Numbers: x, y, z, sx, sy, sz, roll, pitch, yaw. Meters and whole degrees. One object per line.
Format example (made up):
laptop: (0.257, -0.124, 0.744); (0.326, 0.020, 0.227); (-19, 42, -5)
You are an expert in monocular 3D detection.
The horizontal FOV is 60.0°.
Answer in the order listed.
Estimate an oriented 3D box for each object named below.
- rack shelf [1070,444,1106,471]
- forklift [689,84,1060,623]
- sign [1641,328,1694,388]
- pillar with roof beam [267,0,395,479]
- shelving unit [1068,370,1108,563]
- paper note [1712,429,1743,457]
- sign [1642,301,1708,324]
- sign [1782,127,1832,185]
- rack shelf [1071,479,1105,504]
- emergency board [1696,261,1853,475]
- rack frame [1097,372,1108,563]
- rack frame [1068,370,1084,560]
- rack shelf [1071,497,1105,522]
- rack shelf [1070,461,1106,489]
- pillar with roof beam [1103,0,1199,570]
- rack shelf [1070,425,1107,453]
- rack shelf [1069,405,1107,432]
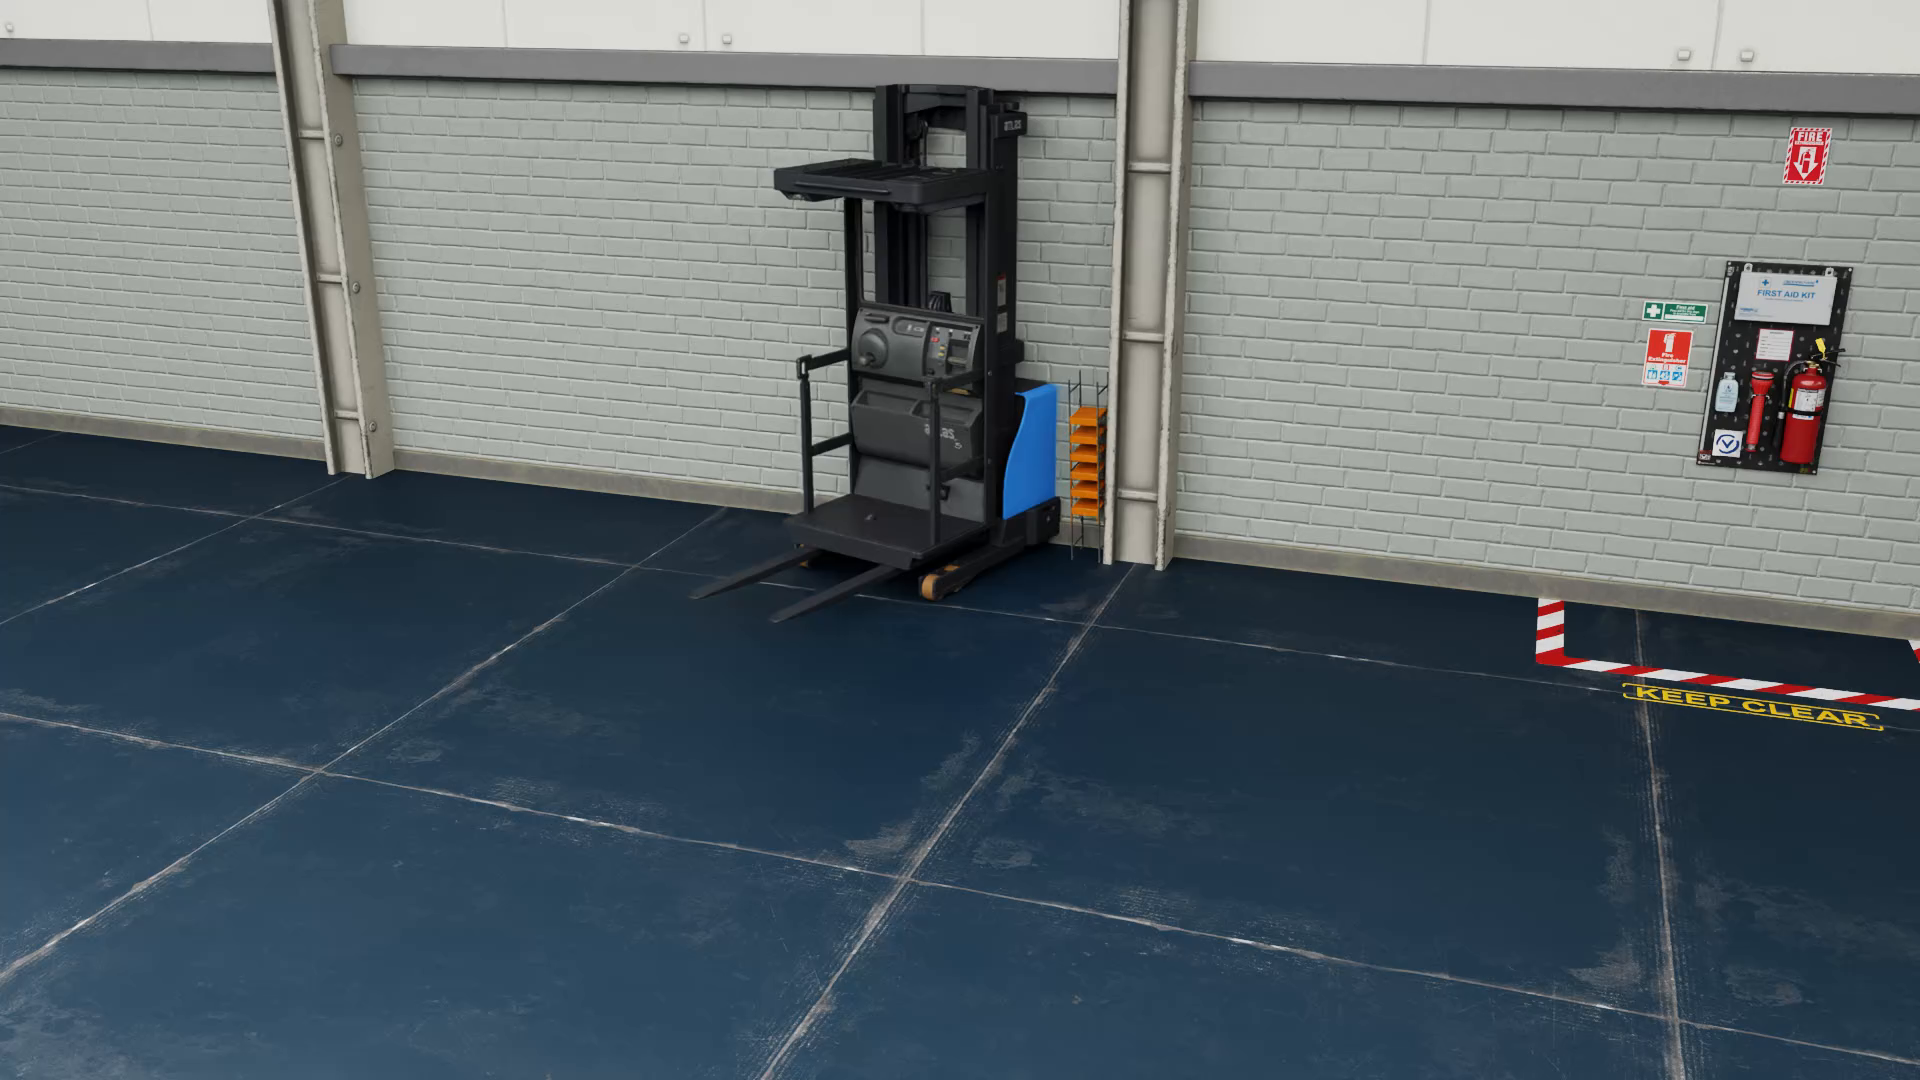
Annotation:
rack shelf: (0.821, -0.533, 10.525); (0.180, 0.103, 0.258); (6, 23, 21)
forklift: (-0.397, -1.194, 10.048); (1.130, 2.935, 3.031); (13, 23, 33)
sign: (4.008, -1.031, 9.424); (0.234, 0.329, 0.001); (7, 20, 18)
pillar with roof beam: (-5.930, -3.435, 7.258); (0.400, 9.000, 9.100); (7, 20, 18)
shelving unit: (0.824, -0.463, 10.553); (0.189, 1.200, 0.258); (6, 23, 21)
paper note: (4.352, -0.547, 9.428); (0.142, 0.148, 0.016); (7, 20, 18)
sign: (4.010, -1.278, 9.327); (0.331, 0.109, 0.001); (7, 20, 18)
sign: (4.522, -2.049, 8.876); (0.199, 0.298, 0.001); (7, 20, 18)
rack shelf: (0.831, -0.310, 10.614); (0.180, 0.103, 0.258); (6, 23, 21)
emergency board: (4.497, -0.923, 9.166); (0.643, 1.169, 0.194); (7, 20, 18)
rack frame: (0.909, -0.453, 10.520); (0.006, 1.200, 0.240); (6, 23, 21)
rack frame: (0.740, -0.472, 10.586); (0.006, 1.200, 0.240); (6, 23, 21)
rack shelf: (0.837, -0.199, 10.659); (0.180, 0.103, 0.258); (6, 23, 21)
rack shelf: (0.826, -0.421, 10.569); (0.180, 0.103, 0.258); (6, 23, 21)
pillar with roof beam: (-0.262, -2.786, 5.399); (0.400, 9.000, 9.100); (7, 20, 18)
rack shelf: (0.816, -0.644, 10.480); (0.180, 0.103, 0.258); (6, 23, 21)
rack shelf: (0.811, -0.755, 10.436); (0.180, 0.103, 0.258); (6, 23, 21)
